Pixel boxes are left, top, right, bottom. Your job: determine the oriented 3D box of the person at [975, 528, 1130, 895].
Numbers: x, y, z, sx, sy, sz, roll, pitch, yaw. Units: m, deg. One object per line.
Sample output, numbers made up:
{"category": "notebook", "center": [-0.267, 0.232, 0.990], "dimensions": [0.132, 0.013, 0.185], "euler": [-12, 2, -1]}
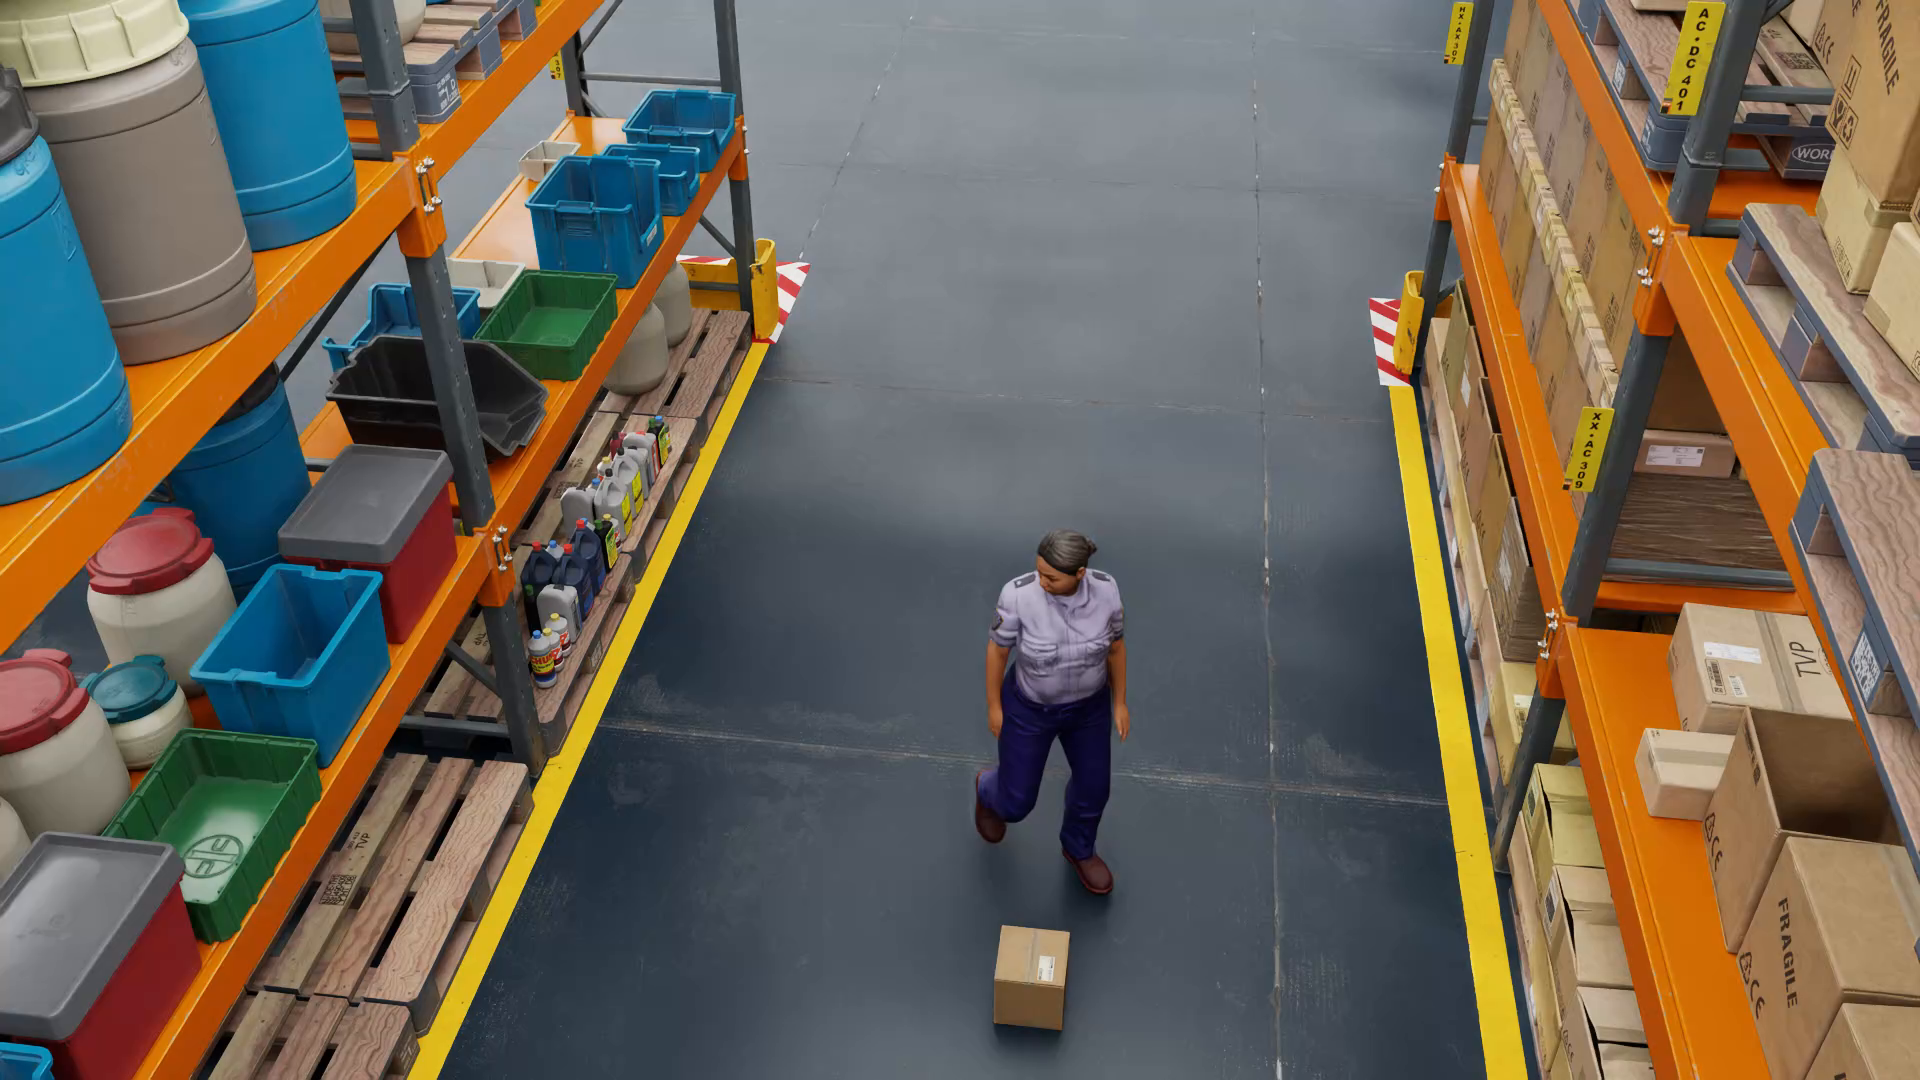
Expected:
{"category": "person", "center": [0.350, 0.602, 6.202], "dimensions": [0.524, 1.634, 0.569], "euler": [-11, 38, -14]}
